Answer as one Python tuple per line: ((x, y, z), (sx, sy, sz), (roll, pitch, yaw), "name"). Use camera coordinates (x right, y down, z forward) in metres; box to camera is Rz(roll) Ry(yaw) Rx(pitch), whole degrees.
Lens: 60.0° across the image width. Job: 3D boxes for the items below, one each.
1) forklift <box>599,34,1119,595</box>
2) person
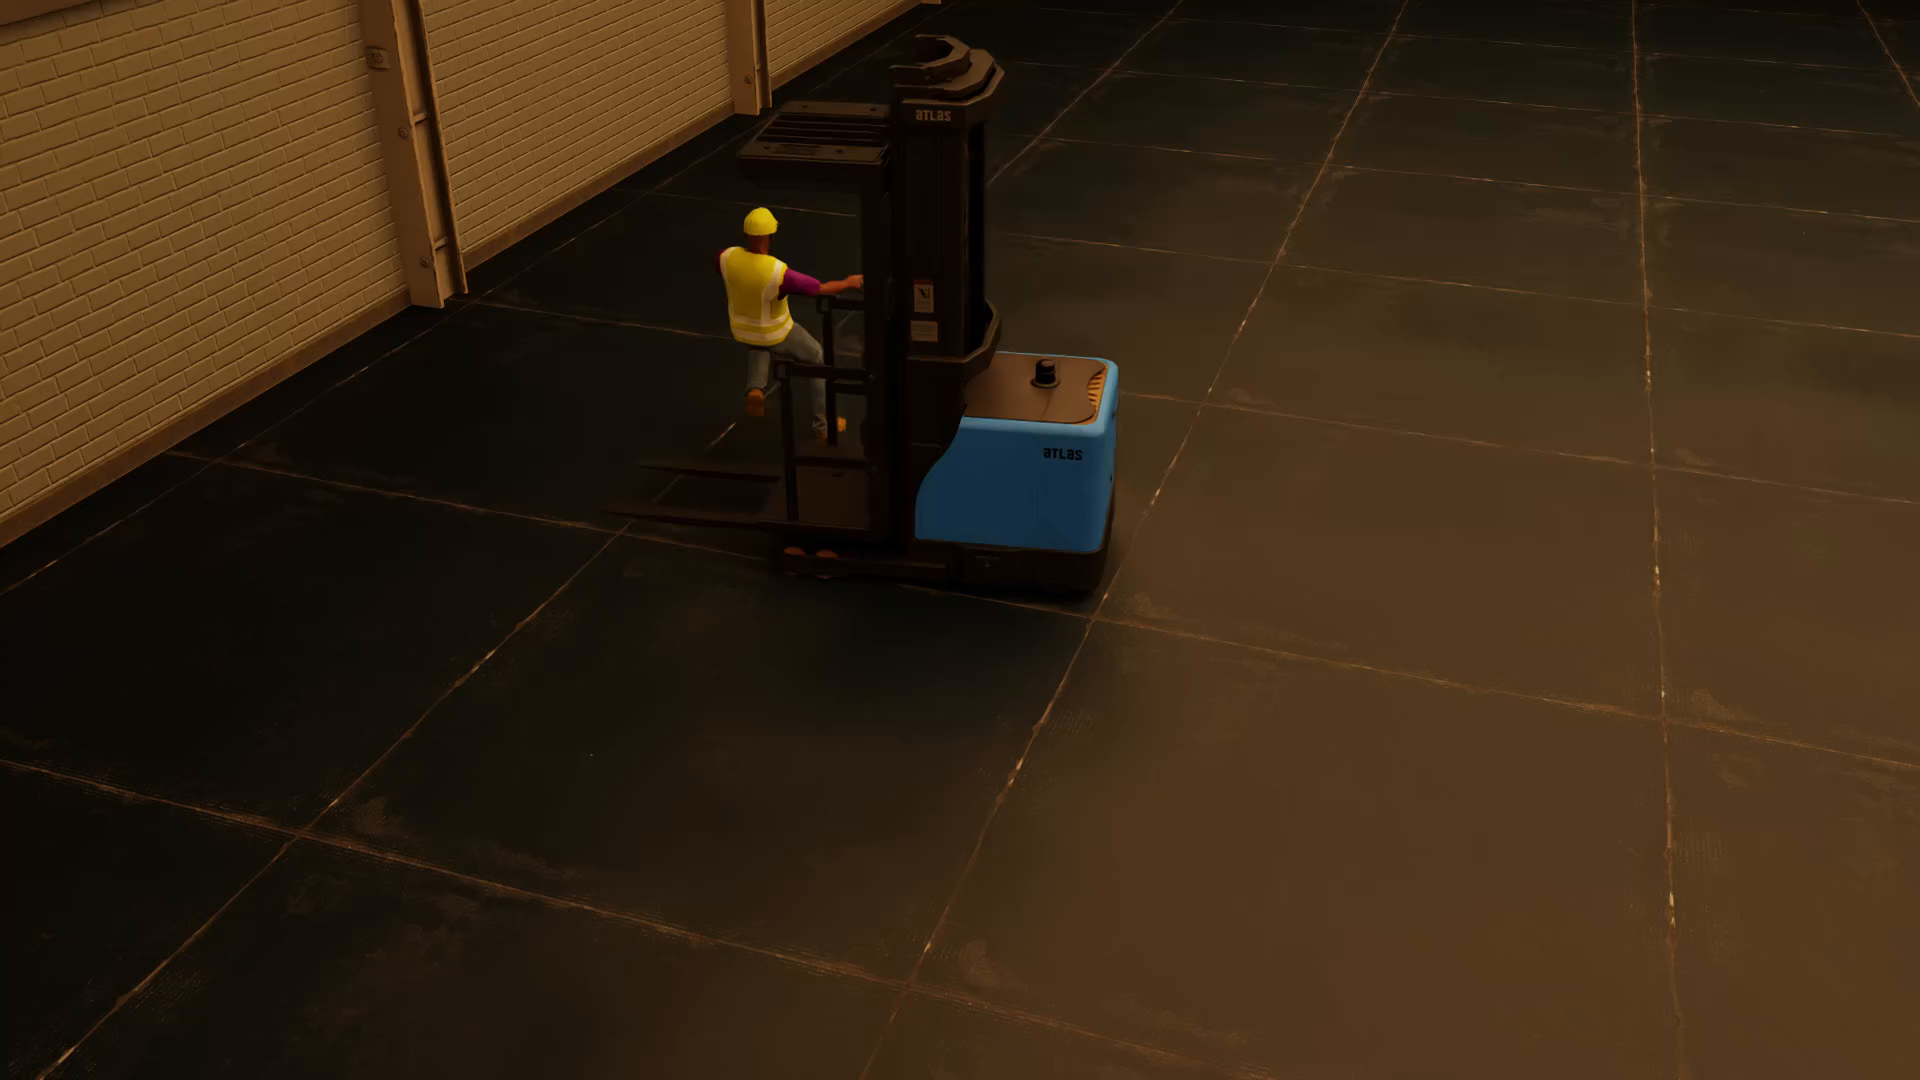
((-0.619, -1.299, 9.415), (3.031, 2.935, 1.130), (5, 30, 8), "forklift")
((-1.152, -1.473, 11.027), (0.896, 1.617, 0.754), (12, 32, 20), "person")
